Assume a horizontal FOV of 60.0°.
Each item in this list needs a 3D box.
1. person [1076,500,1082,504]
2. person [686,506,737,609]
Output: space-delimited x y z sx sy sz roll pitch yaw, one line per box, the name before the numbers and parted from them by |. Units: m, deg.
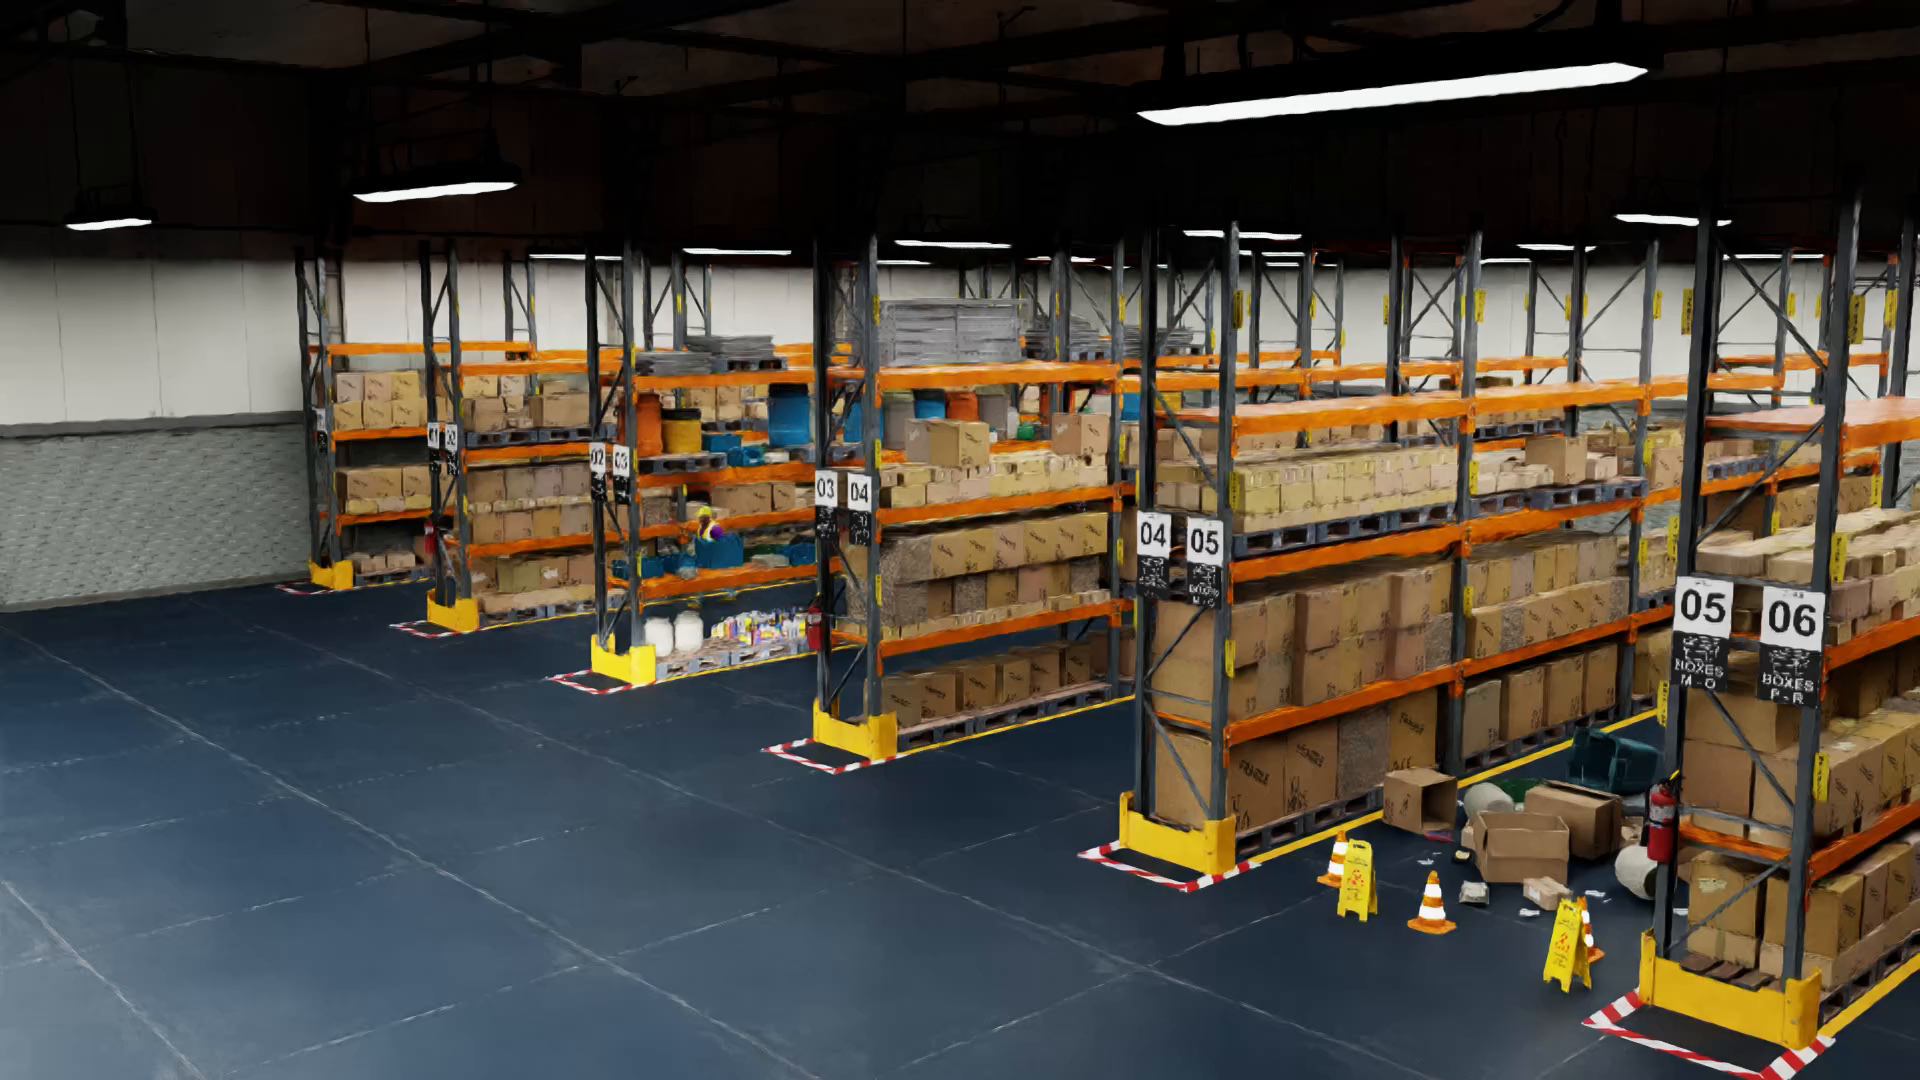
person | 2.517 -0.507 33.955 0.989 1.401 0.461 -8 12 -44
person | -4.192 0.263 27.716 1.121 1.691 0.577 -7 11 -40
